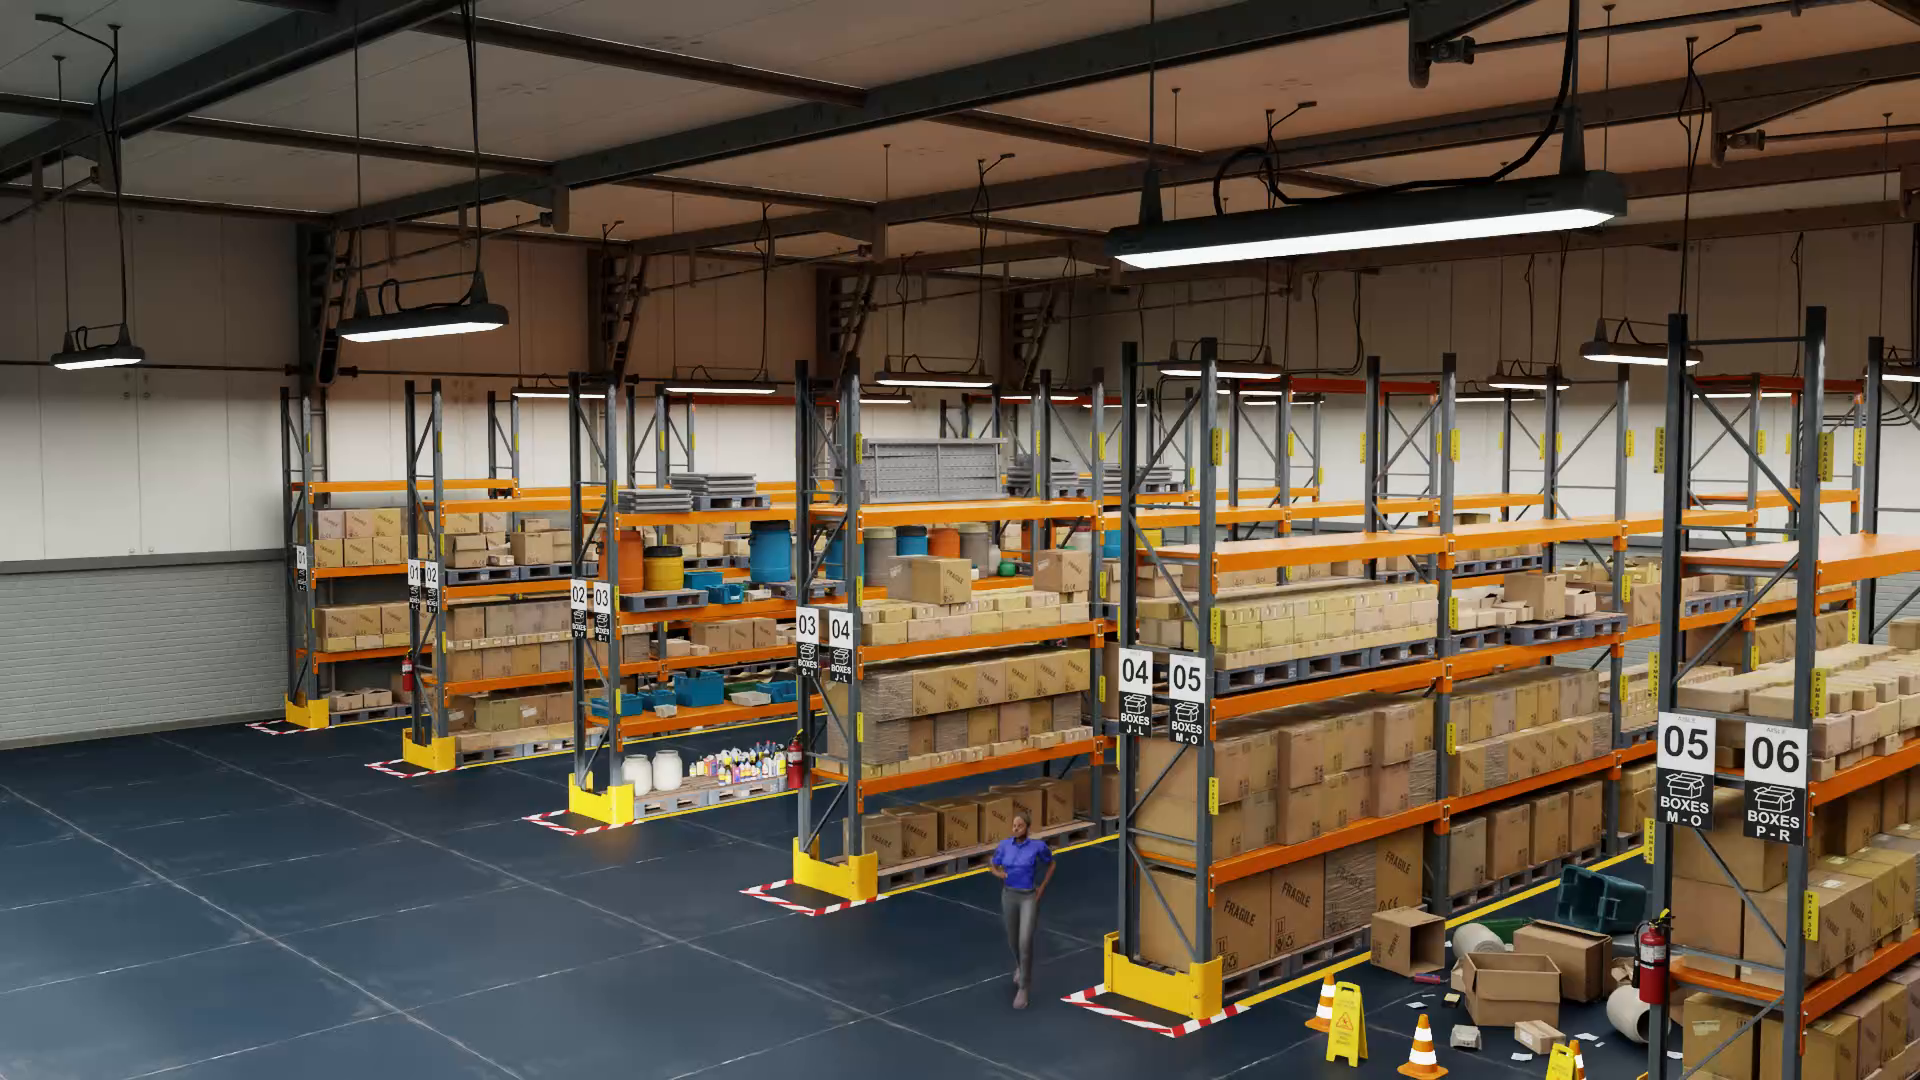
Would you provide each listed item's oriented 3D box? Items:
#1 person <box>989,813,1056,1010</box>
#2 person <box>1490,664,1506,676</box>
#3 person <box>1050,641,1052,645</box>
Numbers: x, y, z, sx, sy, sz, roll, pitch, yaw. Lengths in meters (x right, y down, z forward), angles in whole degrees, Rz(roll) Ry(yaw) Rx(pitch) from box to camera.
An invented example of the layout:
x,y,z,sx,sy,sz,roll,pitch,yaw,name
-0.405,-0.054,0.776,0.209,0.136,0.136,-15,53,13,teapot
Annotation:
x,y,z,sx,sy,sz,roll,pitch,yaw,name
0.545,3.358,15.299,0.581,1.691,0.788,2,4,23,person
8.279,2.695,25.609,0.746,1.751,0.554,-3,5,-42,person
1.662,2.024,32.413,0.561,1.585,0.505,3,5,37,person
